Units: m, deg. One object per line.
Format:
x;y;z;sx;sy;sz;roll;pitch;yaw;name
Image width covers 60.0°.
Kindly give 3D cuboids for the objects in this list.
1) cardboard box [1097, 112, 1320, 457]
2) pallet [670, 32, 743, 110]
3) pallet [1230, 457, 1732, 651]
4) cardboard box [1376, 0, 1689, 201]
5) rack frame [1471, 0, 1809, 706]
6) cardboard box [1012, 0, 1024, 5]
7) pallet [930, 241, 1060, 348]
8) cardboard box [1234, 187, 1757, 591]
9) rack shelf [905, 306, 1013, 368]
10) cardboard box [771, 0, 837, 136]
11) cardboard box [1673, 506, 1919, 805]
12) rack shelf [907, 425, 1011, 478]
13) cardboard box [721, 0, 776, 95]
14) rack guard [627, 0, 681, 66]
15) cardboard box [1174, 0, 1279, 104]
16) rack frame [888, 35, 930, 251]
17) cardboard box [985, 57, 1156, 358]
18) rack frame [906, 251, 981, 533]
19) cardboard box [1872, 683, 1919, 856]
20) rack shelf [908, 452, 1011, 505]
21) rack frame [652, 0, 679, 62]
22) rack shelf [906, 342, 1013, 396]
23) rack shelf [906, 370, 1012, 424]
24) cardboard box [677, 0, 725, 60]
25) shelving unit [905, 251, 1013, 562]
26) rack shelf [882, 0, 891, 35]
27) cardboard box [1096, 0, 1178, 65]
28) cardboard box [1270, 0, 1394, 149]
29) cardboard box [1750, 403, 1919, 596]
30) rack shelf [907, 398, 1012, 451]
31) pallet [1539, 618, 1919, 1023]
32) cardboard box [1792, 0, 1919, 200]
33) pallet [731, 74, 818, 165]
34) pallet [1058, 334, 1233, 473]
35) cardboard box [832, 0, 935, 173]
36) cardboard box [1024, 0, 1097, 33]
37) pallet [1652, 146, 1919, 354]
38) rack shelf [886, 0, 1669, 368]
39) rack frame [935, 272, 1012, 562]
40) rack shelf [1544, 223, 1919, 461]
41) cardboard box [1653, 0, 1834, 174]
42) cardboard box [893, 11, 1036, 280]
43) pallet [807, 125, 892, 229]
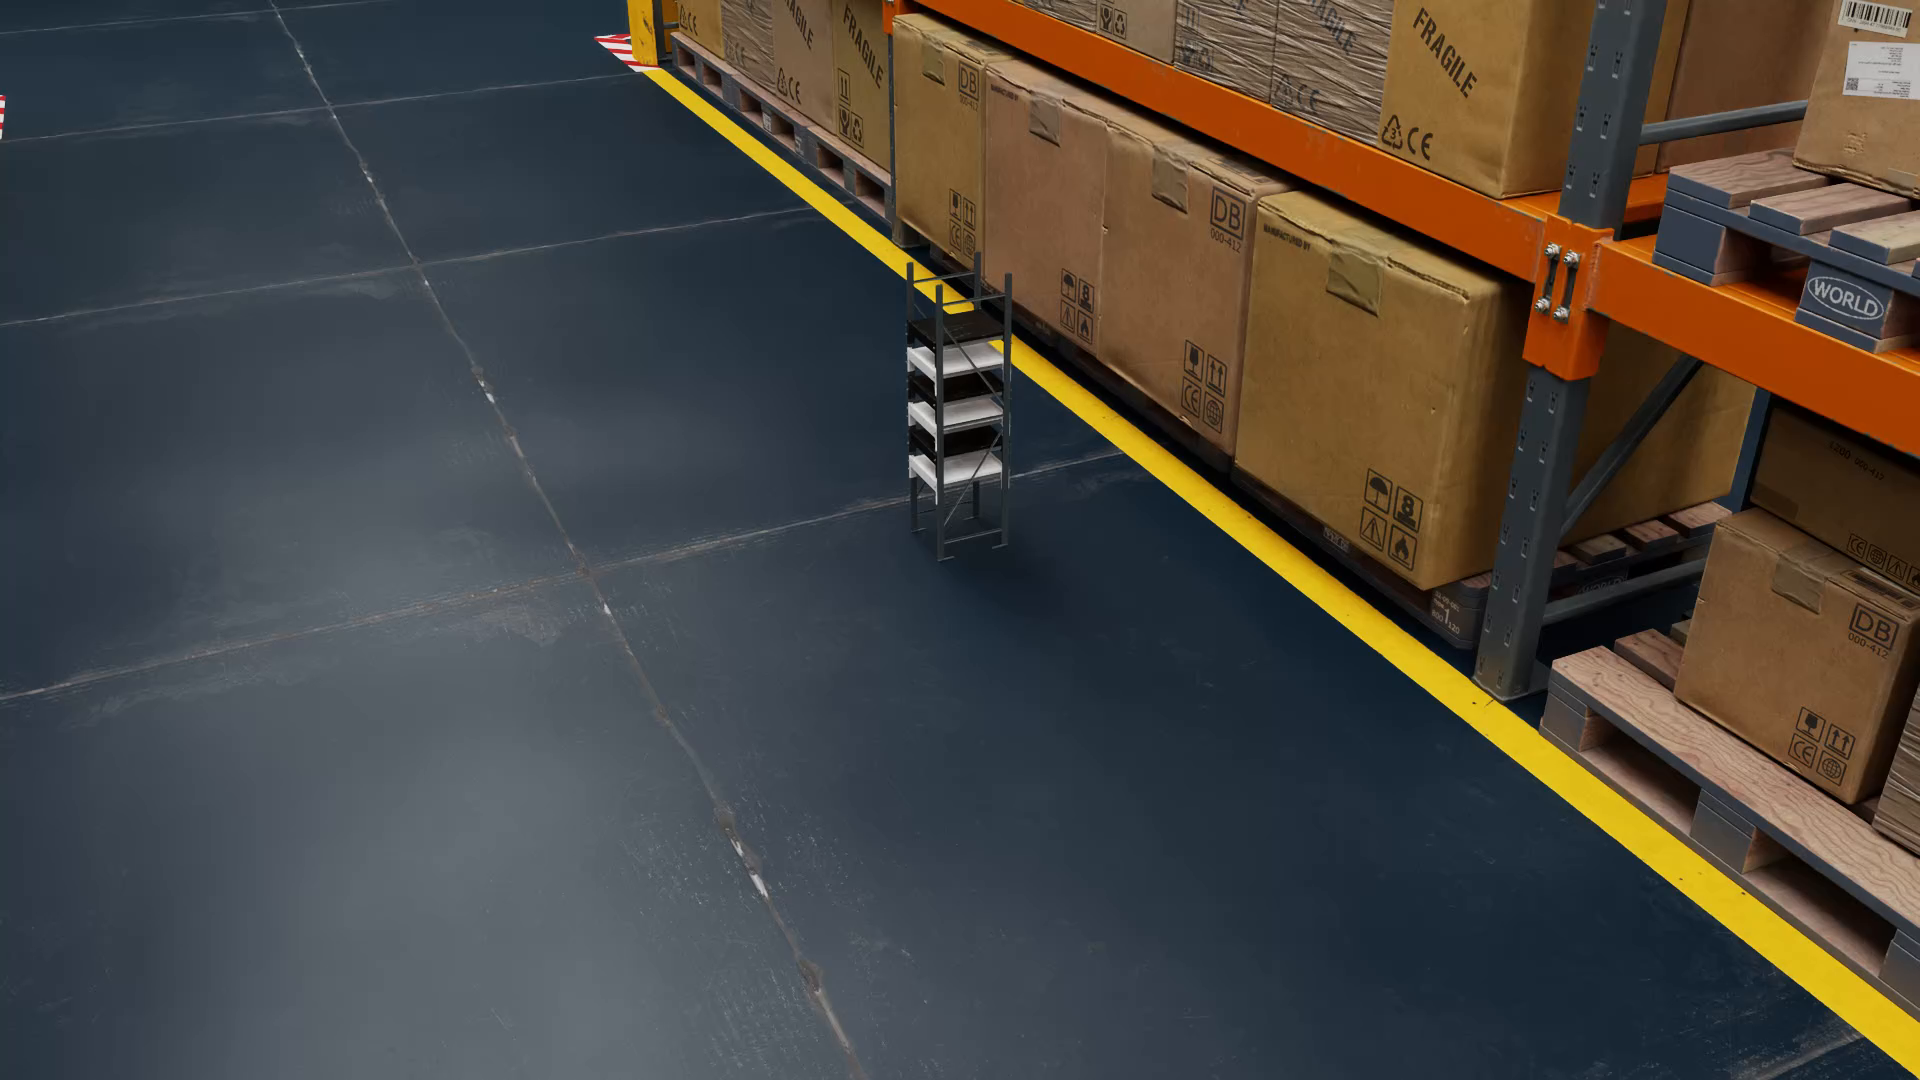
1.225;-0.958;5.635;1.225;0.875;0.875;-13;32;-22;cardboard box
-1.142;-2.978;10.345;1.003;0.211;1.213;-13;32;-22;pallet
1.608;-0.145;5.292;1.003;0.211;1.213;-13;32;-22;pallet
1.443;-1.207;4.233;0.500;0.500;0.500;-12;31;-20;cardboard box
1.878;-0.997;3.961;1.000;3.000;0.127;-13;32;-22;rack frame
0.349;-2.330;6.236;0.500;0.500;0.500;-13;32;-22;cardboard box
0.560;-1.223;7.215;1.003;0.211;1.213;-13;32;-22;pallet
1.601;-0.563;4.930;1.225;0.875;0.875;-15;32;-24;cardboard box
-0.003;-0.603;4.921;0.258;0.077;0.200;-13;32;-22;rack shelf
-0.436;-2.726;8.788;0.875;0.875;0.875;-13;32;-22;cardboard box
2.184;0.193;3.945;0.700;0.500;0.500;-15;33;-25;cardboard box
-0.003;-0.289;5.097;0.258;0.077;0.200;-13;32;-22;rack shelf
-0.818;-3.119;9.489;0.875;0.875;0.875;-13;32;-22;cardboard box
-1.566;-3.451;10.894;1.175;0.500;0.348;-13;32;-22;rack guard
1.008;-1.657;5.036;0.500;0.500;0.500;-14;32;-24;cardboard box
0.161;-2.764;7.112;1.000;3.000;0.127;-13;32;-22;rack frame
0.838;-1.347;6.329;1.225;0.875;0.875;-14;32;-24;cardboard box
-0.047;-0.441;5.116;0.240;0.900;0.006;-13;32;-22;rack frame
2.434;0.435;3.512;0.700;0.500;0.500;-16;33;-26;cardboard box
-0.003;-0.210;5.141;0.258;0.077;0.200;-13;32;-22;rack shelf
-1.556;-4.531;10.263;1.000;3.000;0.127;-13;32;-22;rack frame
-0.003;-0.524;4.965;0.258;0.077;0.200;-13;32;-22;rack shelf
-0.003;-0.446;5.009;0.258;0.077;0.200;-13;32;-22;rack shelf
-1.209;-3.521;10.206;0.875;0.875;0.875;-13;32;-22;cardboard box
-0.003;-0.396;5.036;0.258;0.900;0.210;-13;32;-22;shelving unit
-0.697;-3.334;8.864;1.077;0.370;4.000;-13;32;-22;rack shelf
0.790;-1.882;5.437;0.500;0.500;0.500;-12;32;-21;cardboard box
1.234;-1.428;4.628;0.500;0.500;0.500;-13;32;-22;cardboard box
2.193;-0.136;3.765;0.500;0.250;0.500;-12;31;-20;cardboard box
-0.003;-0.367;5.053;0.258;0.077;0.200;-13;32;-22;rack shelf
2.212;0.565;4.027;1.003;0.211;1.213;-13;32;-22;pallet
2.146;-0.994;3.424;0.500;0.500;0.500;-17;34;-28;cardboard box
-0.622;-2.440;9.385;1.003;0.211;1.213;-13;32;-22;pallet
1.088;-0.683;6.252;1.003;0.211;1.213;-13;32;-22;pallet
-0.050;-2.329;8.079;0.875;0.875;0.875;-13;32;-22;cardboard box
0.564;-2.109;5.842;0.500;0.500;0.500;-14;32;-23;cardboard box
2.280;-0.621;3.487;1.213;0.211;1.003;-13;32;-22;pallet
1.020;-1.567;5.713;1.077;0.370;4.000;-13;32;-22;rack shelf
0.040;-0.351;4.956;0.240;0.900;0.006;-13;32;-22;rack frame
2.737;0.200;2.562;1.077;0.370;4.000;-13;32;-22;rack shelf
1.915;-1.312;4.422;0.500;0.500;0.500;-12;31;-21;cardboard box
0.454;-1.742;7.033;1.225;0.875;0.875;-13;32;-22;cardboard box
-0.095;-1.900;8.423;1.003;0.211;1.213;-13;32;-22;pallet
